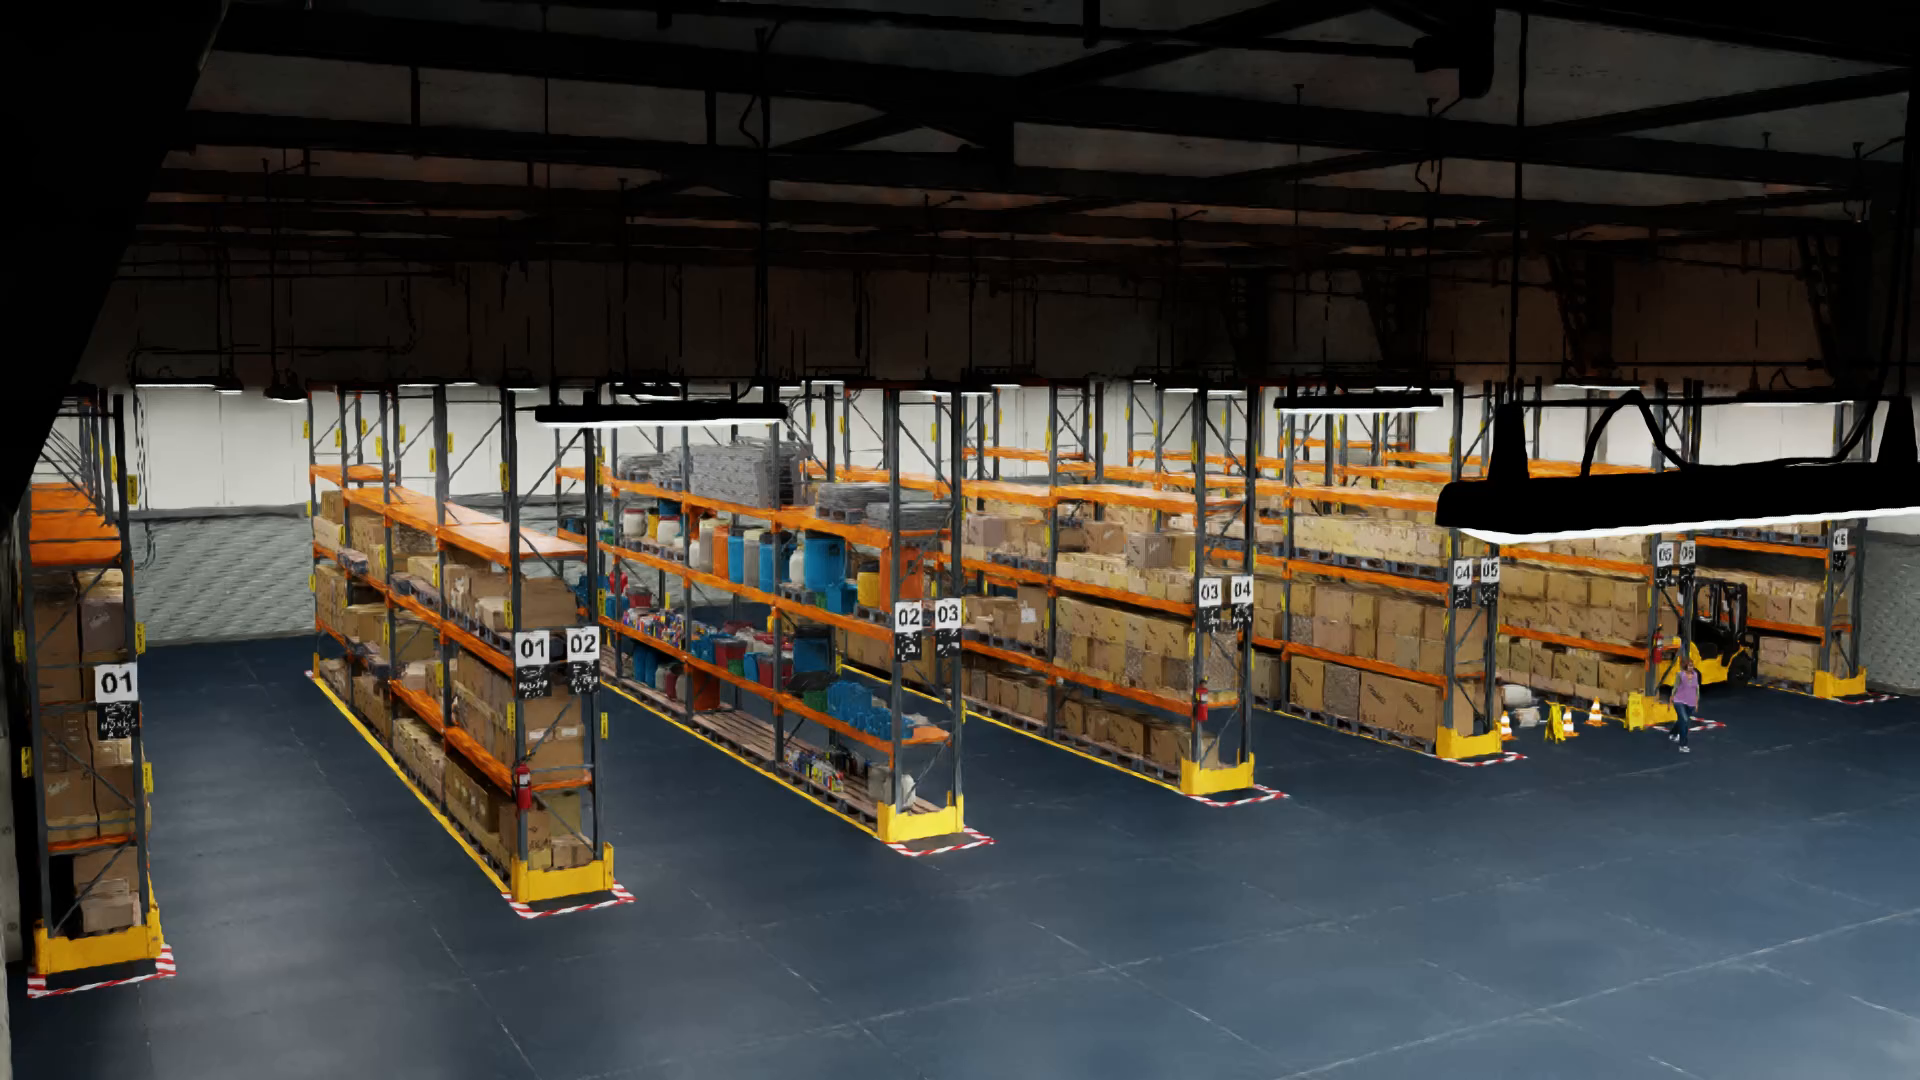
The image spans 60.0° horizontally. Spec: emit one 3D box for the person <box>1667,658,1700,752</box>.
[{"bbox_3d":[11.885,2.666,27.319,0.461,1.517,0.866,-1,6,-8],"label":"person"}]

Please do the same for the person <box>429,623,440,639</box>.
[{"bbox_3d":[-12.173,1.409,37.960,0.569,1.755,0.744,1,6,11],"label":"person"}]

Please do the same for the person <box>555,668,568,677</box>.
[{"bbox_3d":[-7.494,2.209,31.039,0.677,1.674,0.534,-4,7,-31],"label":"person"}]

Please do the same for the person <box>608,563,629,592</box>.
[{"bbox_3d":[-8.063,1.336,39.132,0.554,1.669,1.022,-4,7,-30],"label":"person"}]

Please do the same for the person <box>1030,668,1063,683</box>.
[{"bbox_3d":[1.651,2.099,31.701,0.598,1.698,1.194,-3,7,-27],"label":"person"}]
